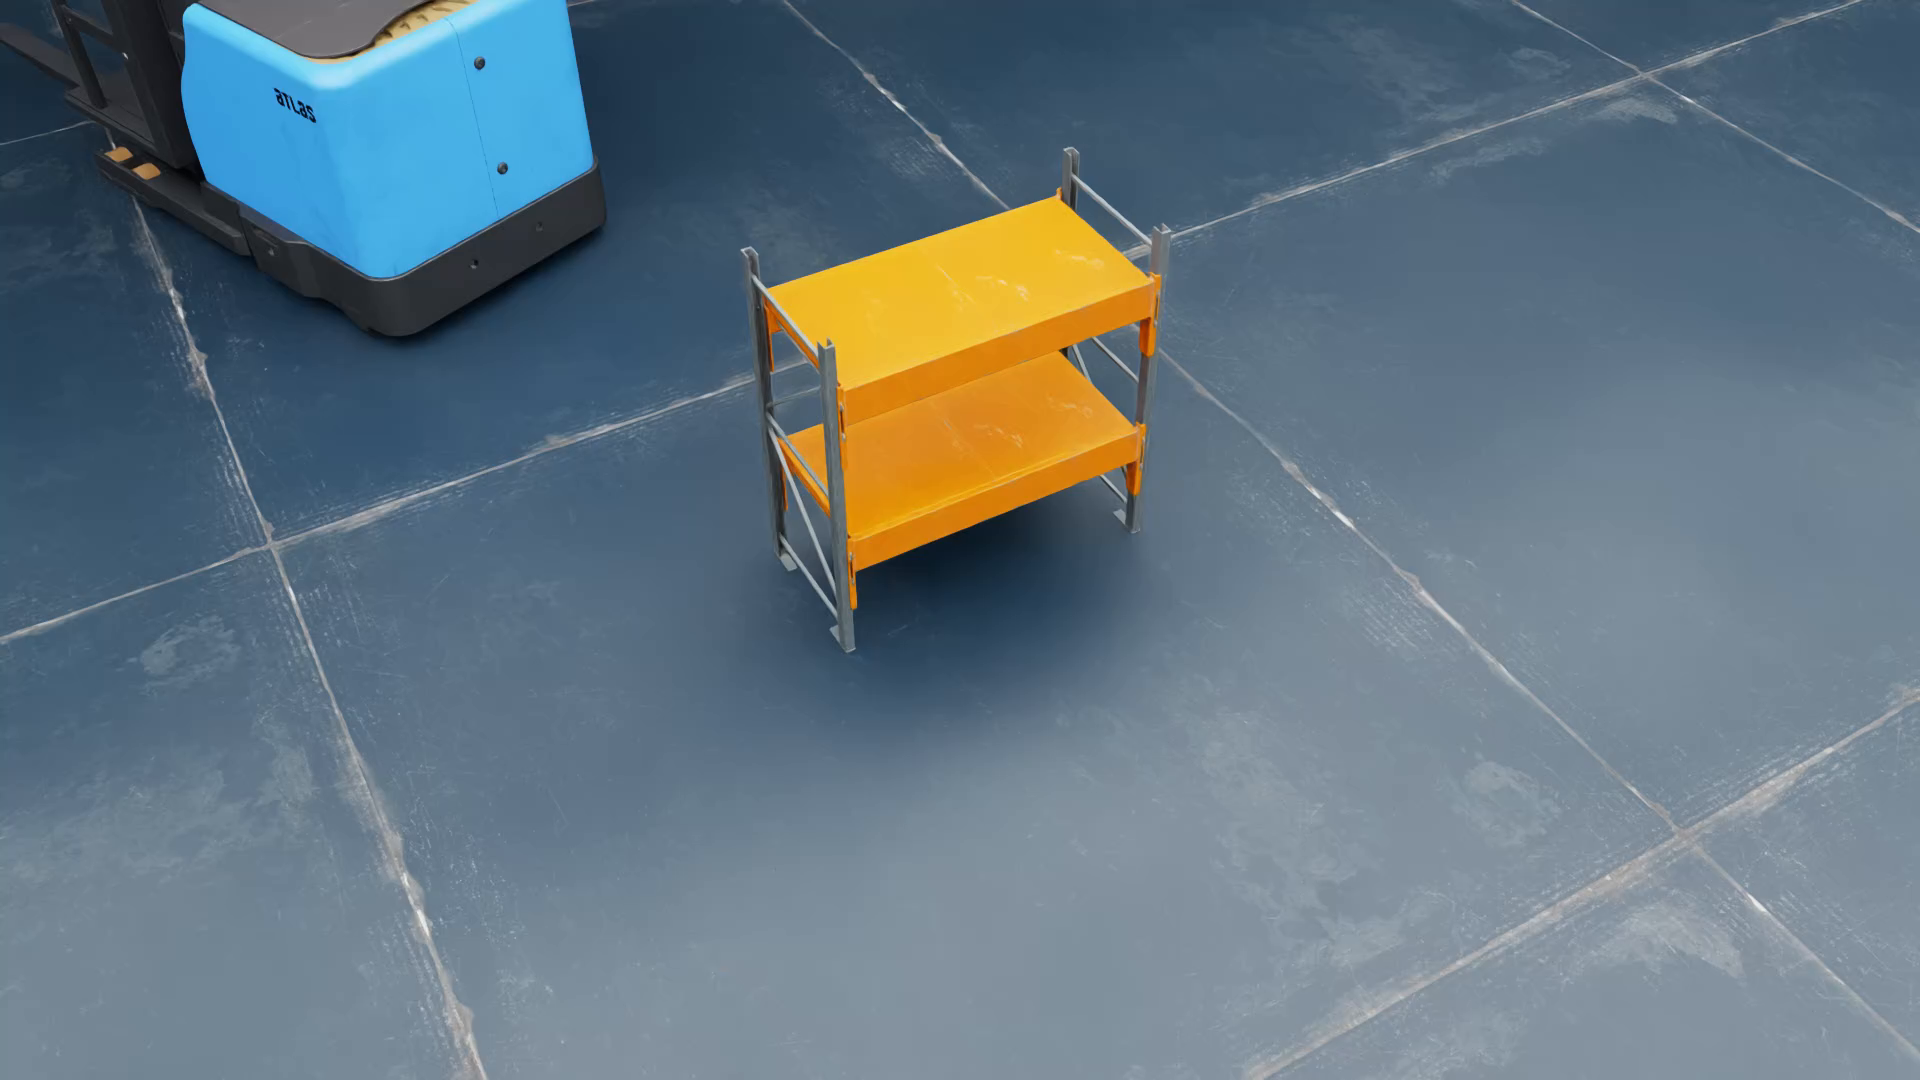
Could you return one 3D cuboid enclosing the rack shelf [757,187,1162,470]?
[{"bbox_3d":[-0.006,-0.611,4.652,1.000,0.278,0.538,-22,48,-21],"label":"rack shelf"}]

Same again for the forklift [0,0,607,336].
[{"bbox_3d":[-2.830,-2.635,5.861,3.031,2.935,1.130,29,51,27],"label":"forklift"}]

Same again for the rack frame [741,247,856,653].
[{"bbox_3d":[-0.447,-0.225,4.674,0.032,1.125,0.500,-22,48,-21],"label":"rack frame"}]

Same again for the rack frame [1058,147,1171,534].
[{"bbox_3d":[0.435,-0.578,5.038,0.032,1.125,0.500,-22,48,-21],"label":"rack frame"}]

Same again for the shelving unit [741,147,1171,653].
[{"bbox_3d":[-0.006,-0.401,4.856,1.048,1.125,0.538,-22,48,-21],"label":"shelving unit"}]

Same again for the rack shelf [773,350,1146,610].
[{"bbox_3d":[-0.006,-0.226,5.026,1.000,0.278,0.538,-22,48,-21],"label":"rack shelf"}]
